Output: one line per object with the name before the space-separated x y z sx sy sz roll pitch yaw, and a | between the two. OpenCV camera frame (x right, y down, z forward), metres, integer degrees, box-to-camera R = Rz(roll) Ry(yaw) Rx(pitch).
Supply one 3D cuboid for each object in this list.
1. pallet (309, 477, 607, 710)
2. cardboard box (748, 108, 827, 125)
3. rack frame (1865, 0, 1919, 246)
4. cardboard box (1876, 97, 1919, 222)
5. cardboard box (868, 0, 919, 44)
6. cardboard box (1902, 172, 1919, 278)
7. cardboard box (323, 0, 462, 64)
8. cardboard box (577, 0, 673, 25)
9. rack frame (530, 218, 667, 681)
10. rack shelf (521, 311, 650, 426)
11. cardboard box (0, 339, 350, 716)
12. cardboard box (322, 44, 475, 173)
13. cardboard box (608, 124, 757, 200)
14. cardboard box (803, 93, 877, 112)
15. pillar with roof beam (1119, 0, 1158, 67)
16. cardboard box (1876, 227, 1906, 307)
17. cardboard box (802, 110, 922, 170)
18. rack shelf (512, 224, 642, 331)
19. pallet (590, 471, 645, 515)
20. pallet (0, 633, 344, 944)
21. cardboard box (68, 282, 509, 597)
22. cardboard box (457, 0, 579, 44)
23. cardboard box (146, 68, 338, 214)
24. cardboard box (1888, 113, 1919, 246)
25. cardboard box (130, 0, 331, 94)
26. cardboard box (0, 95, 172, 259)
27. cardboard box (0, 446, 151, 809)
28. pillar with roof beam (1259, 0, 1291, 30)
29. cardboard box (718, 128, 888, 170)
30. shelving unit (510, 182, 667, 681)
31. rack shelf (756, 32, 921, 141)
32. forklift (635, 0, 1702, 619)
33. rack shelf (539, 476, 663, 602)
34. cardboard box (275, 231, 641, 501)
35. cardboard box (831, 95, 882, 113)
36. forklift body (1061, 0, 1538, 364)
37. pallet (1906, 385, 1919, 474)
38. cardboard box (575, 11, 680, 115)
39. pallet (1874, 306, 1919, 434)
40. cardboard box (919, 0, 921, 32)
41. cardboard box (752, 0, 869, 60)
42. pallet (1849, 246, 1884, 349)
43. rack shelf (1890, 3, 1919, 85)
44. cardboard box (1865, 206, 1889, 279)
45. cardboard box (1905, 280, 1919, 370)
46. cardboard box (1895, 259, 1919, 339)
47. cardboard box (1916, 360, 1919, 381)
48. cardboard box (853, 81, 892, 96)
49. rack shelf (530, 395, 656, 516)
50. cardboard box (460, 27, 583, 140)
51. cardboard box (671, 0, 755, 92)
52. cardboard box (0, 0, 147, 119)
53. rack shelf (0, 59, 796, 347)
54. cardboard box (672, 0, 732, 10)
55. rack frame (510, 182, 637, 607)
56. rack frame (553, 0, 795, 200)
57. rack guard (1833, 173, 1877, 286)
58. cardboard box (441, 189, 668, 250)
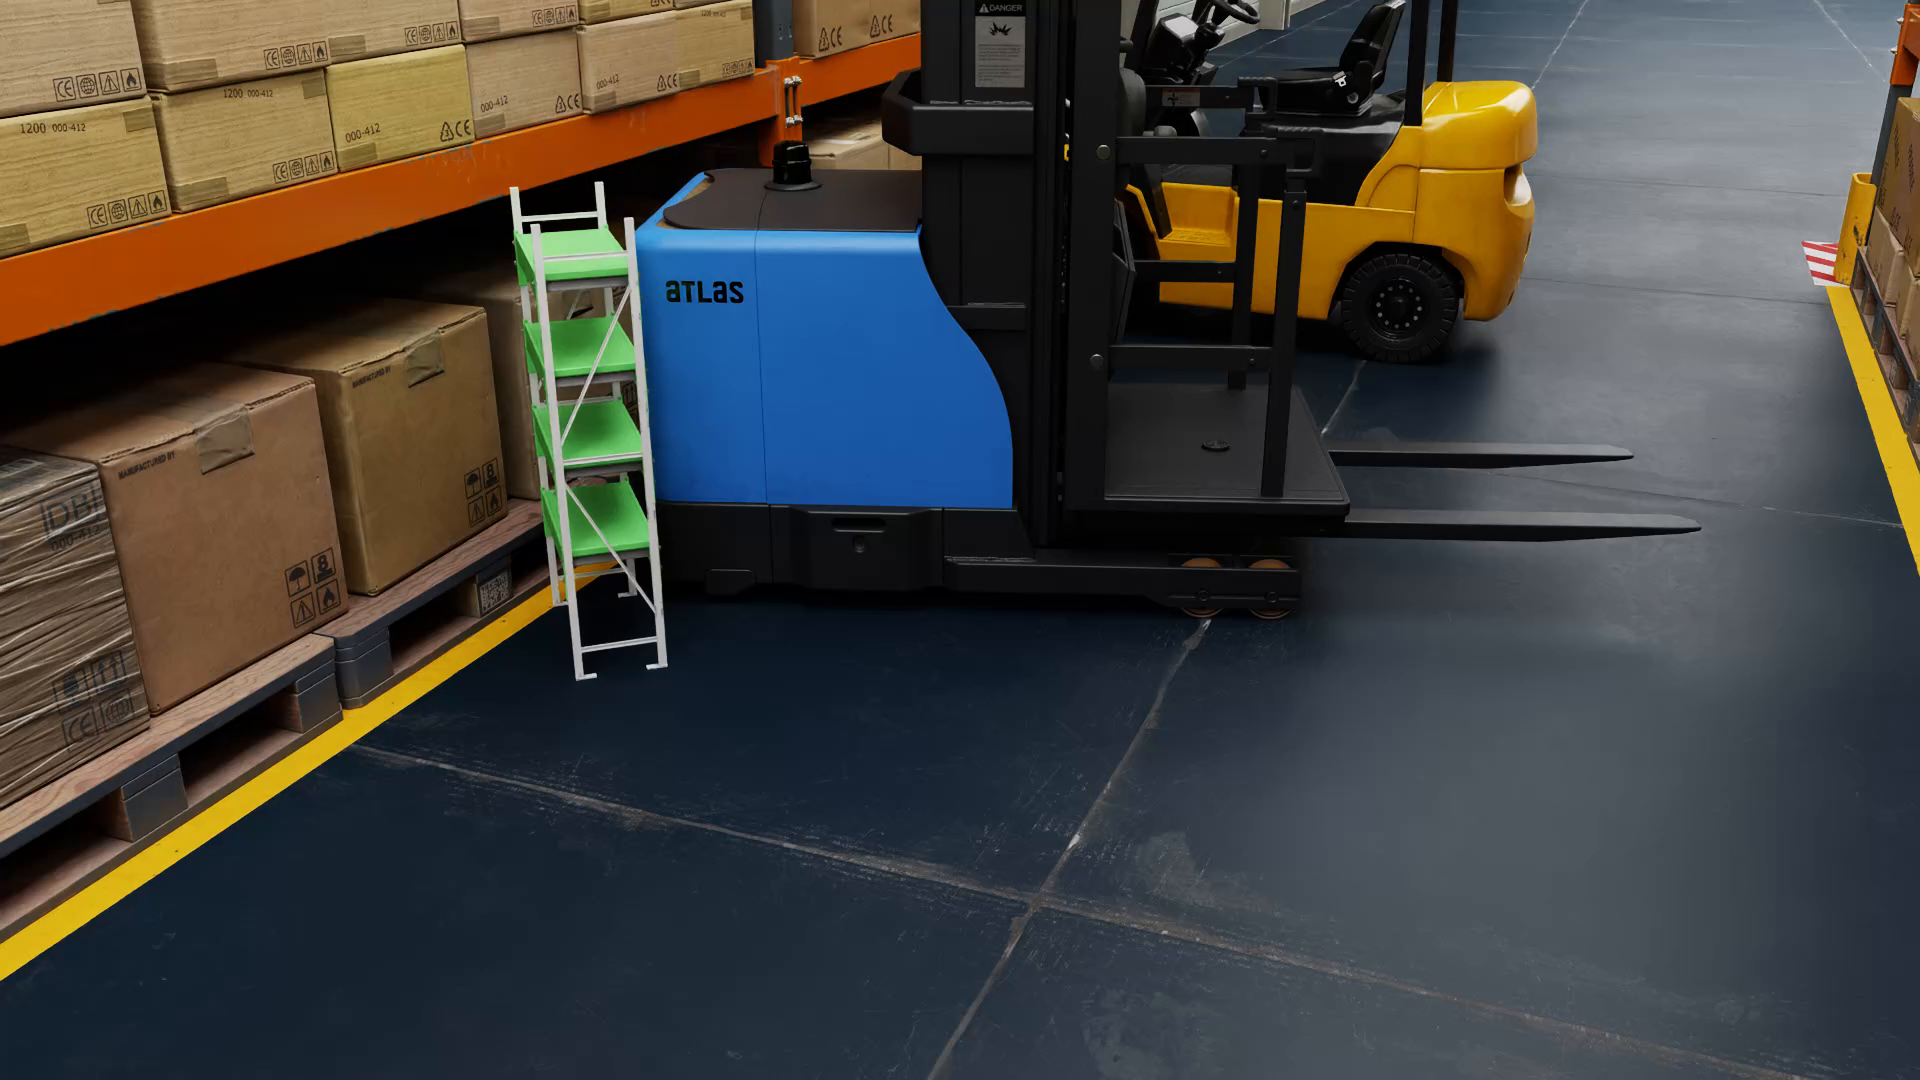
pallet | -1.769 0.052 4.851 1.003 0.211 1.213 9 24 20
cardboard box | -0.903 -1.715 7.190 0.500 0.250 0.500 8 24 19
rack frame | 5.015 -2.664 7.736 1.000 3.000 0.127 9 24 20
cardboard box | 4.451 -1.677 7.423 0.500 0.500 0.500 8 24 18
cardboard box | -0.495 -2.298 6.730 0.500 0.500 0.500 9 24 21
cardboard box | 4.067 -1.311 6.547 0.500 0.500 0.500 9 24 21
cardboard box | -1.610 -1.346 4.126 0.500 0.250 0.500 9 24 21
cardboard box | -1.210 -1.706 4.988 0.500 0.250 0.500 8 24 19
rack frame | -0.896 -0.202 4.177 0.240 1.200 0.015 -8 24 -18
rack shelf | -0.978 -0.453 4.321 0.258 0.148 0.480 -8 24 -18
cardboard box | -2.086 -0.065 4.049 0.875 0.625 0.625 10 25 22
cardboard box | -1.604 -1.115 4.222 0.500 0.250 0.500 10 25 22
cardboard box | -1.077 -1.532 6.751 0.500 0.250 0.500 9 24 21
cardboard box | -0.702 -1.895 7.619 0.500 0.250 0.500 9 24 20
pillar with roof beam | 5.536 -7.552 11.655 9.100 9.000 0.400 9 24 20
cardboard box | 4.262 -1.158 7.154 0.500 0.250 0.500 10 25 22
cardboard box | -0.410 -1.638 7.005 0.500 0.250 0.500 9 24 20
rack shelf | -0.978 -0.674 4.228 0.258 0.148 0.480 -8 24 -18
pallet | -1.318 -0.386 5.900 1.003 0.211 1.213 9 24 20
pallet | -2.224 0.487 3.809 1.003 0.211 1.213 9 24 20
cardboard box | -1.836 -0.306 4.626 0.875 0.625 0.625 8 24 18
cardboard box | -1.405 -1.524 4.552 0.500 0.250 0.500 9 24 21
cardboard box | -1.798 -0.930 3.778 0.500 0.250 0.500 8 24 18
cardboard box | 4.261 -1.490 6.974 0.500 0.500 0.500 8 24 18
cardboard box | -1.776 -1.159 3.680 0.500 0.250 0.500 8 24 19
cardboard box | -1.983 -0.744 3.334 0.500 0.250 0.500 8 24 19
cardboard box | -2.322 0.170 3.486 0.875 0.625 0.625 10 25 22
pillar with roof beam | 7.764 -9.699 16.795 9.100 9.000 0.400 9 24 20
cardboard box | -0.609 -1.456 6.570 0.500 0.250 0.500 8 24 19
shelving unit | -0.978 -0.291 4.389 0.258 1.200 0.503 -8 24 -18
rack shelf | -0.337 -2.326 7.859 1.077 0.370 4.000 9 24 20
forklift | 0.627 -1.339 4.653 3.031 2.935 1.130 1 23 3
rack shelf | -0.978 -0.010 4.506 0.258 0.148 0.480 -8 24 -18
cardboard box | -1.559 -0.575 5.271 0.875 0.625 0.625 9 24 20
cardboard box | -0.236 -1.818 7.435 0.500 0.250 0.500 10 25 22
forklift body | 1.395 -2.042 7.348 2.313 2.155 1.214 9 24 20
pallet | 3.746 -0.191 5.434 1.003 0.211 1.213 9 24 20
cardboard box | -1.206 -1.474 5.082 0.500 0.250 0.500 9 24 20
pallet | 4.198 -0.629 6.483 1.003 0.211 1.213 9 24 20
cardboard box | -0.308 -2.479 7.164 0.500 0.500 0.500 9 24 20
cardboard box | -0.673 -2.109 6.278 0.500 0.500 0.500 8 24 19
pallet | 4.653 -1.064 7.524 1.003 0.211 1.213 9 24 20
rack shelf | 4.273 -1.616 6.161 1.077 0.370 4.000 9 24 20
cardboard box | 4.459 -1.340 7.588 0.500 0.250 0.500 9 24 20
cardboard box | 3.881 -0.781 6.250 0.500 0.250 0.500 9 24 21
cardboard box | 4.071 -0.961 6.682 0.500 0.250 0.500 11 25 24
cardboard box | 3.688 -0.600 5.816 0.500 0.250 0.500 8 24 19
cardboard box | -0.523 -2.076 8.053 0.500 0.250 0.500 8 24 19
rack shelf | -0.978 -0.232 4.413 0.258 0.148 0.480 -8 24 -18
cardboard box | -1.419 -1.301 4.667 0.500 0.250 0.500 9 24 20
cardboard box | -1.025 -1.655 5.514 0.500 0.250 0.500 9 24 21
cardboard box | -1.987 -0.975 3.238 0.500 0.250 0.500 10 25 22
rack shelf | -1.823 -0.894 4.432 1.077 0.370 4.000 9 24 20
cardboard box | -1.025 -1.891 5.431 0.500 0.250 0.500 8 24 19
rack frame | -1.060 -0.379 4.601 0.240 1.200 0.015 -8 24 -18
rack frame | -1.080 -1.942 6.007 1.000 3.000 0.127 9 24 20
rack guard | 4.987 -1.483 8.152 1.175 0.500 0.348 9 24 20
cardboard box | -1.264 -0.851 5.933 0.875 0.625 0.625 10 25 22
